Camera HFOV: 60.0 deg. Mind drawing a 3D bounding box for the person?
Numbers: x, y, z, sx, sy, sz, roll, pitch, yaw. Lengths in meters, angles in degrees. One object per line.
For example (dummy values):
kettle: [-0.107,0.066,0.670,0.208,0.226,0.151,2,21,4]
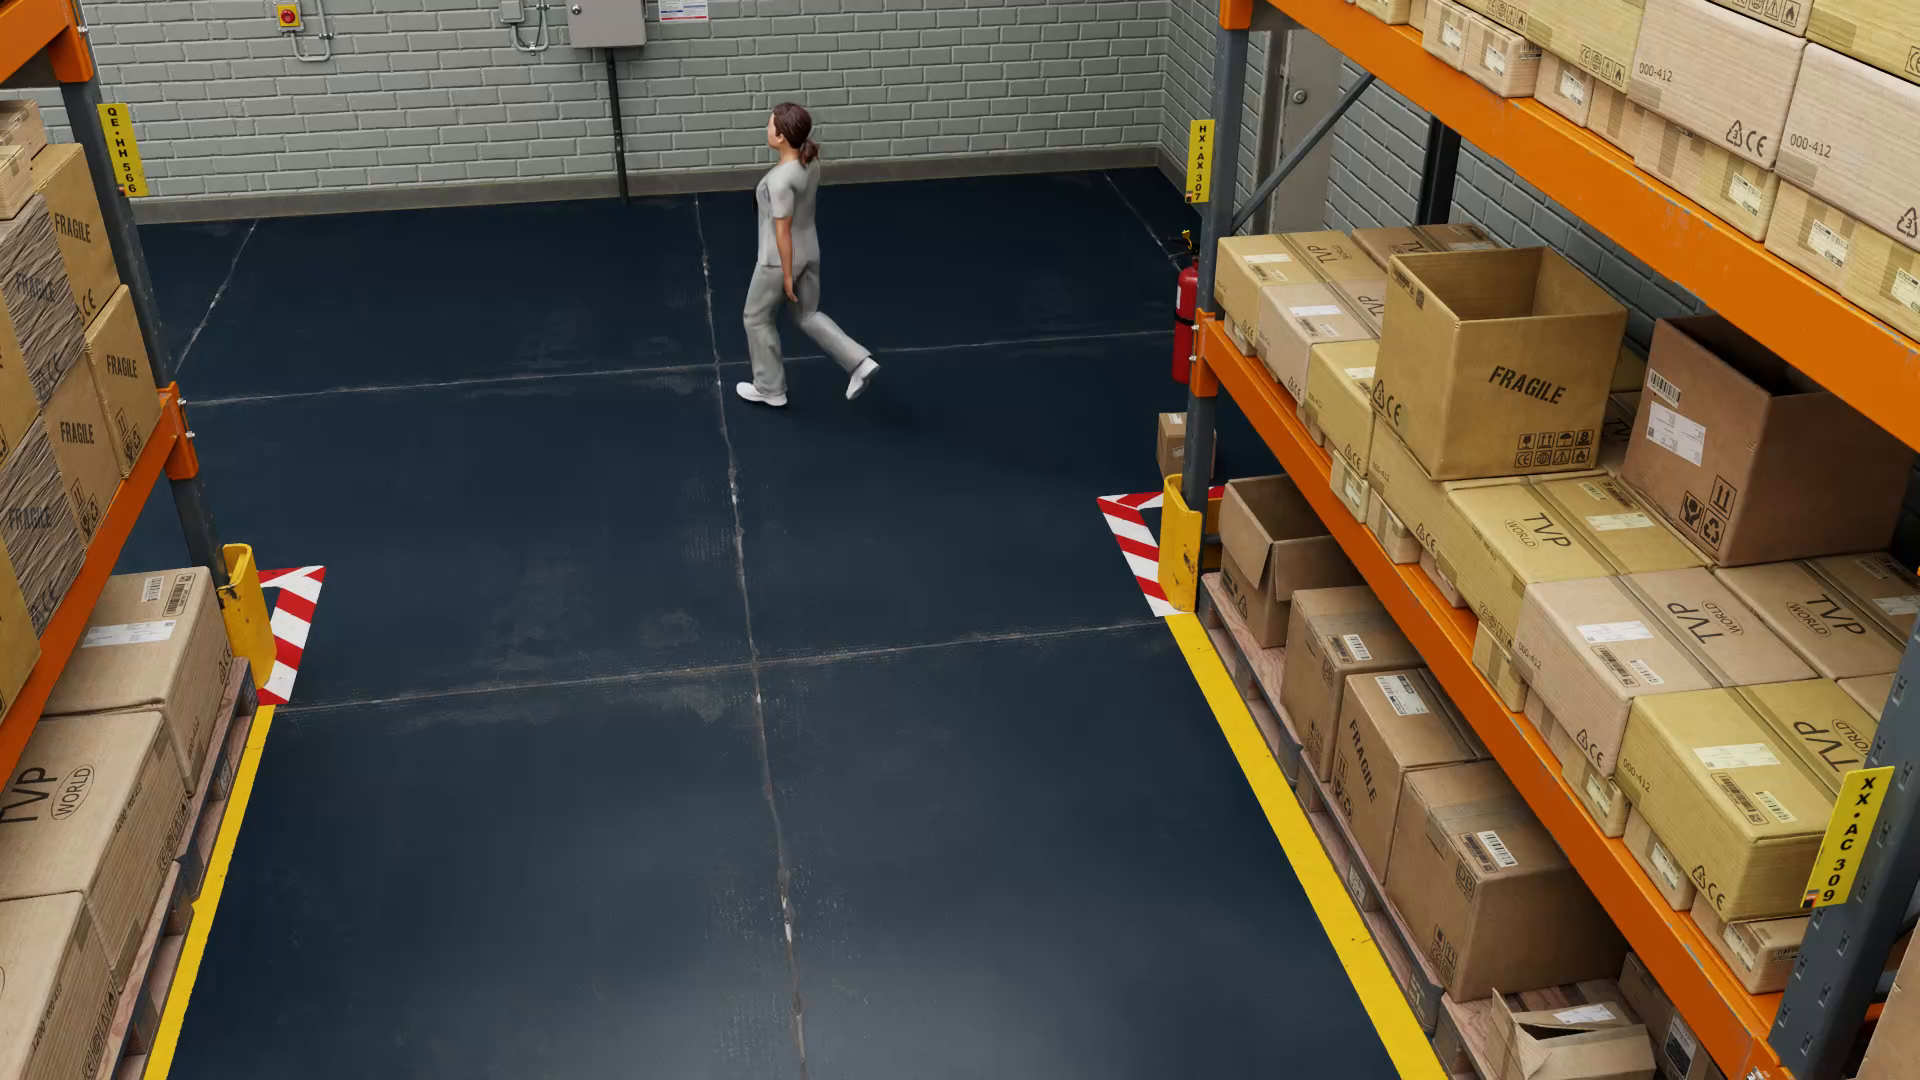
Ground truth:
person: [-0.820,-1.428,8.516,0.820,1.635,0.434,16,34,24]
